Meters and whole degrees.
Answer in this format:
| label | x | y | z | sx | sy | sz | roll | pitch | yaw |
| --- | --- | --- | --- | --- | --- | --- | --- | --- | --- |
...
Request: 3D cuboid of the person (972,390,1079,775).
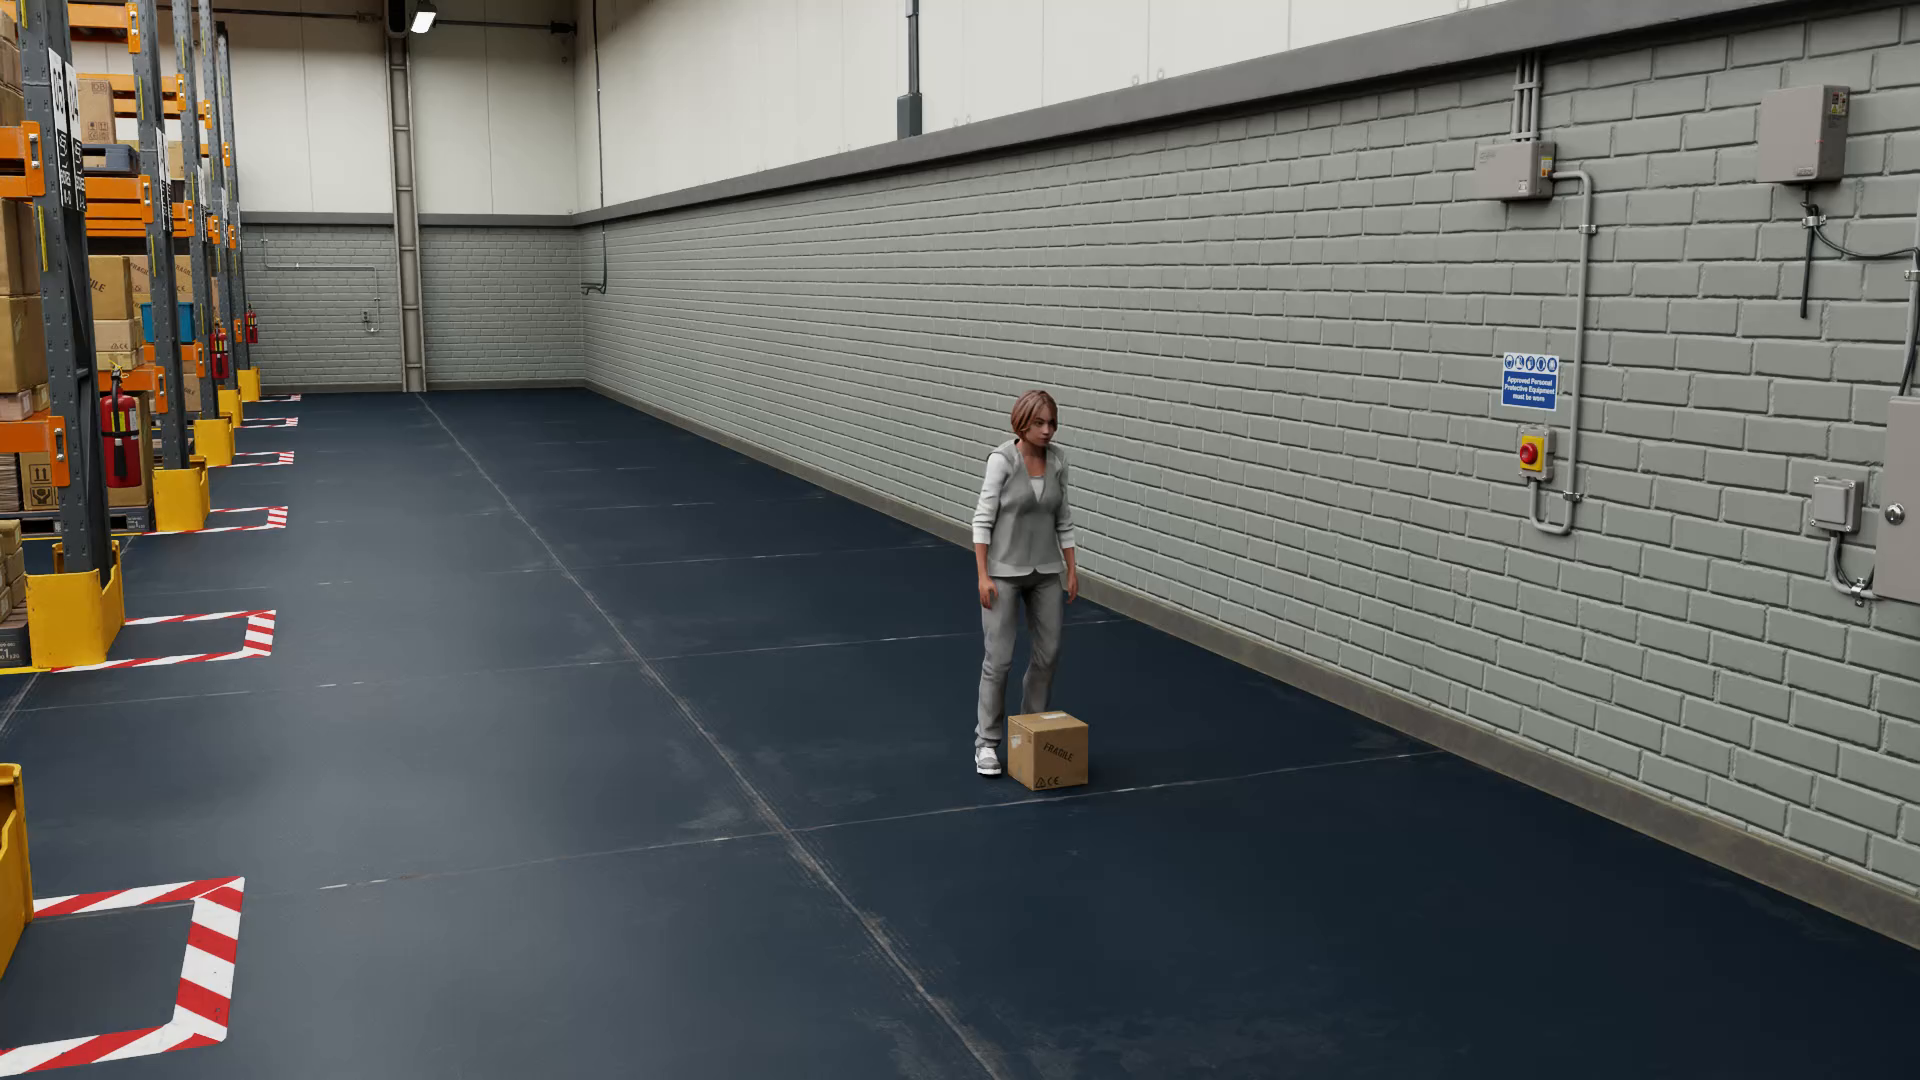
| label | x | y | z | sx | sy | sz | roll | pitch | yaw |
| --- | --- | --- | --- | --- | --- | --- | --- | --- | --- |
| person | 0.268 | 0.166 | 6.963 | 0.482 | 1.593 | 0.342 | -4 | 10 | -23 |
